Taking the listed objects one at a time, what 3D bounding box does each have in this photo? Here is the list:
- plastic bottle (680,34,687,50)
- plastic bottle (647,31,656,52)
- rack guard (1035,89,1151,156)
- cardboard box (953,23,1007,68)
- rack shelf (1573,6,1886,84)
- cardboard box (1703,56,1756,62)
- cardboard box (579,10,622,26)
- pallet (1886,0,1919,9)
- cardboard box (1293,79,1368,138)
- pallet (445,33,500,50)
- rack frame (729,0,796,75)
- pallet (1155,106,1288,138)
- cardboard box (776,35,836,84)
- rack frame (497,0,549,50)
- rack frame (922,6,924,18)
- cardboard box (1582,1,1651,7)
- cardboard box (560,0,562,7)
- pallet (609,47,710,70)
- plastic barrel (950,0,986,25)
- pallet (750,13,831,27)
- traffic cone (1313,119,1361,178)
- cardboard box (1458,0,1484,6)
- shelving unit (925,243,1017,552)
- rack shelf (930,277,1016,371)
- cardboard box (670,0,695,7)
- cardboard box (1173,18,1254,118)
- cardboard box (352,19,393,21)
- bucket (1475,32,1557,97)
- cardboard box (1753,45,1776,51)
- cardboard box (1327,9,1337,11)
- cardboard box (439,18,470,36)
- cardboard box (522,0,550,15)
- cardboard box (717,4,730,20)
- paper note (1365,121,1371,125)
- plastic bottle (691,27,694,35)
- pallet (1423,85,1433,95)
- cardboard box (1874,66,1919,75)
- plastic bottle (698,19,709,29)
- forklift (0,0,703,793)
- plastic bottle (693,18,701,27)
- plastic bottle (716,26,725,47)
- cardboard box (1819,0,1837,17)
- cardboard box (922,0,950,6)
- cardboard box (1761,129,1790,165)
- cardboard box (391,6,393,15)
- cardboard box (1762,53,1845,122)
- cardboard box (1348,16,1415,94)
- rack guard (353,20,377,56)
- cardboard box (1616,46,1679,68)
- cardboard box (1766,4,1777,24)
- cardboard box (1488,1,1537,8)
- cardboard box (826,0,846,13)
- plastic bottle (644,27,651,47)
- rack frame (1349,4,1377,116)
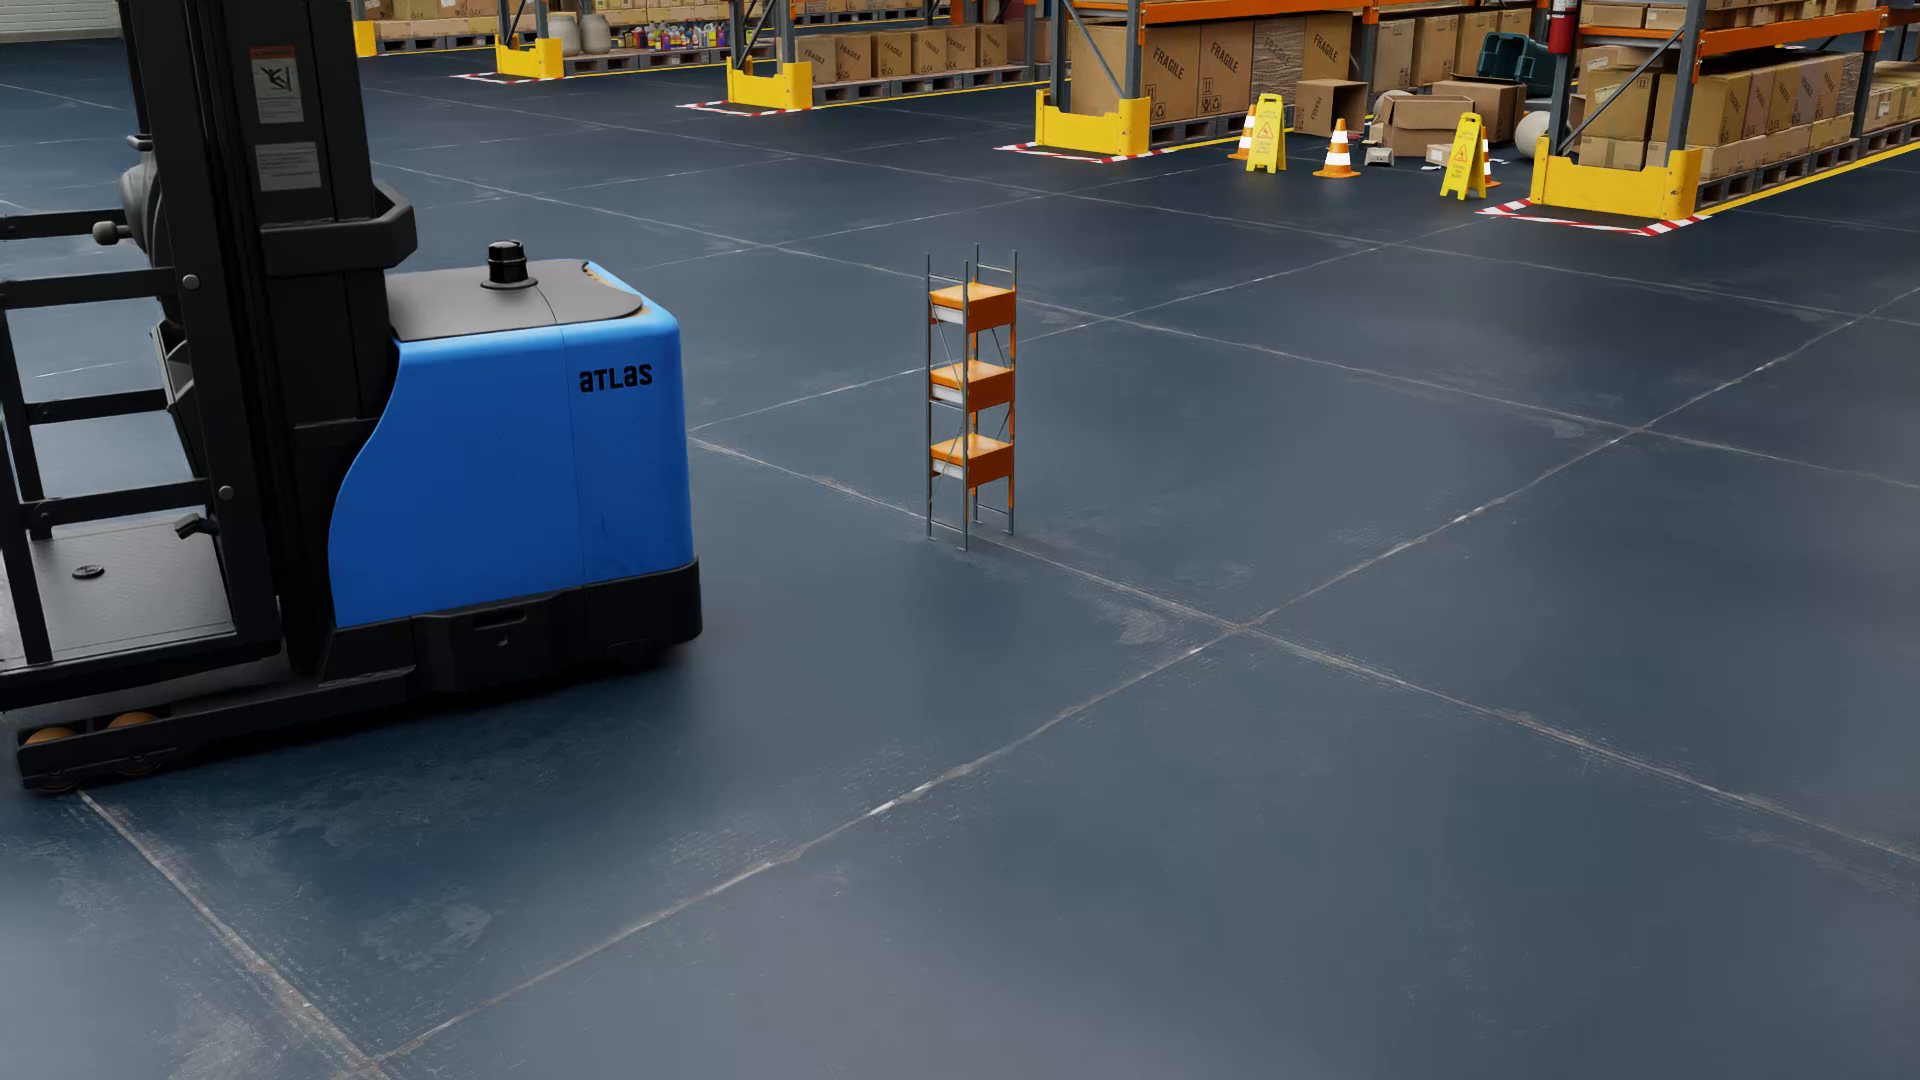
[{"bbox_3d":[-3.913,-7.038,23.492,0.097,0.201,0.097,0,21,0],"label":"plastic bottle"},{"bbox_3d":[-4.291,-6.931,23.117,0.097,0.271,0.097,0,21,0],"label":"plastic bottle"},{"bbox_3d":[1.236,-3.932,15.607,1.175,0.500,0.348,19,28,41],"label":"rack guard"},{"bbox_3d":[0.252,-6.337,21.278,0.500,0.500,0.500,18,28,39],"label":"cardboard box"},{"bbox_3d":[6.265,-4.070,13.485,1.077,0.370,4.000,19,28,41],"label":"rack shelf"},{"bbox_3d":[6.327,-3.825,14.047,0.500,0.500,0.500,-18,28,-39],"label":"cardboard box"},{"bbox_3d":[-6.076,-8.835,28.126,0.500,0.250,0.500,18,28,39],"label":"cardboard box"},{"bbox_3d":[8.298,-4.990,15.144,1.003,0.211,1.213,19,28,41],"label":"pallet"},{"bbox_3d":[3.696,-4.311,16.591,0.500,0.500,0.500,-14,25,-33],"label":"cardboard box"},{"bbox_3d":[-7.971,-8.070,26.776,1.003,0.211,1.213,19,28,41],"label":"pallet"},{"bbox_3d":[-2.230,-6.372,18.472,1.000,3.000,0.127,19,28,41],"label":"rack frame"},{"bbox_3d":[2.606,-4.340,17.072,1.003,0.211,1.213,19,28,41],"label":"pallet"},{"bbox_3d":[-1.783,-5.557,19.251,0.500,0.500,0.500,-14,25,-32],"label":"cardboard box"},{"bbox_3d":[-5.779,-7.612,21.697,1.000,3.000,0.127,19,28,41],"label":"rack frame"},{"bbox_3d":[-0.954,-11.937,32.950,1.000,3.000,0.127,19,28,41],"label":"rack frame"},{"bbox_3d":[5.051,-4.286,12.490,0.500,0.500,0.500,19,28,40],"label":"cardboard box"},{"bbox_3d":[-8.204,-10.885,33.083,0.700,0.500,0.500,19,28,41],"label":"cardboard box"},{"bbox_3d":[-4.338,-6.861,23.630,1.003,0.211,1.213,19,28,41],"label":"pallet"},{"bbox_3d":[0.131,-8.981,27.699,0.600,0.830,0.708,19,28,41],"label":"plastic barrel"},{"bbox_3d":[-3.197,-9.789,31.250,1.003,0.211,1.213,19,28,41],"label":"pallet"},{"bbox_3d":[3.213,-3.331,14.097,0.336,0.463,0.334,19,28,41],"label":"traffic cone"},{"bbox_3d":[8.542,-9.504,28.998,0.875,0.875,0.875,19,28,41],"label":"cardboard box"},{"bbox_3d":[0.037,-0.504,5.922,0.215,1.050,0.252,19,28,41],"label":"shelving unit"},{"bbox_3d":[0.037,-0.759,5.824,0.215,0.259,0.240,19,28,41],"label":"rack shelf"},{"bbox_3d":[-4.997,-9.494,29.060,0.500,0.311,0.500,-19,28,-41],"label":"cardboard box"},{"bbox_3d":[2.291,-4.726,16.566,0.875,0.875,0.875,19,28,40],"label":"cardboard box"},{"bbox_3d":[-9.163,-7.977,25.894,0.500,0.250,0.500,19,28,41],"label":"cardboard box"},{"bbox_3d":[5.600,-4.702,16.572,0.620,0.611,0.726,1,19,-28],"label":"bucket"},{"bbox_3d":[6.925,-4.384,14.597,0.250,0.149,0.380,-20,28,-41],"label":"cardboard box"},{"bbox_3d":[5.086,-8.261,25.764,1.225,0.875,0.875,18,27,39],"label":"cardboard box"},{"bbox_3d":[-8.097,-8.105,26.227,0.500,0.250,0.500,19,28,41],"label":"cardboard box"},{"bbox_3d":[-7.059,-8.844,27.104,0.500,0.500,0.500,19,28,41],"label":"cardboard box"},{"bbox_3d":[-4.294,-9.492,29.835,0.500,0.250,0.500,19,28,40],"label":"cardboard box"},{"bbox_3d":[4.223,-4.348,17.343,0.147,0.020,0.142,2,21,4],"label":"paper note"},{"bbox_3d":[-3.784,-7.193,23.780,0.061,0.283,0.133,19,28,41],"label":"plastic bottle"},{"bbox_3d":[5.379,-5.363,19.735,1.003,0.211,1.213,19,28,41],"label":"pallet"},{"bbox_3d":[9.540,-4.583,16.895,0.950,0.372,0.625,19,28,40],"label":"cardboard box"},{"bbox_3d":[-3.746,-7.469,24.405,0.144,0.351,0.185,19,28,41],"label":"plastic bottle"},{"bbox_3d":[-2.348,-0.923,4.390,3.031,2.935,1.130,-10,23,-25],"label":"forklift"},{"bbox_3d":[-3.849,-7.505,24.499,0.185,0.351,0.144,-19,28,-41],"label":"plastic bottle"},{"bbox_3d":[-3.449,-7.238,23.897,0.133,0.283,0.061,-18,27,-39],"label":"plastic bottle"},{"bbox_3d":[6.948,-4.382,13.644,0.380,0.149,0.250,19,28,40],"label":"cardboard box"},{"bbox_3d":[-0.506,-10.941,33.493,0.500,0.311,0.500,19,28,41],"label":"cardboard box"},{"bbox_3d":[6.364,-3.215,13.506,0.500,0.250,0.500,-18,27,-39],"label":"cardboard box"},{"bbox_3d":[-10.782,-9.881,30.472,0.500,0.500,0.500,17,27,37],"label":"cardboard box"},{"bbox_3d":[7.086,-3.832,14.065,0.500,0.500,0.500,-20,28,-41],"label":"cardboard box"},{"bbox_3d":[4.412,-5.461,18.651,1.050,0.750,0.750,19,28,40],"label":"cardboard box"},{"bbox_3d":[-9.342,-7.679,25.357,1.175,0.500,0.348,19,28,41],"label":"rack guard"},{"bbox_3d":[5.450,-3.839,13.180,0.250,0.149,0.380,-19,28,-40],"label":"cardboard box"},{"bbox_3d":[6.031,-4.055,12.793,0.250,0.149,0.380,-19,28,-41],"label":"cardboard box"},{"bbox_3d":[7.123,-6.782,21.391,0.500,0.250,0.500,18,28,39],"label":"cardboard box"},{"bbox_3d":[-2.508,-10.256,31.449,0.500,0.500,0.500,19,28,40],"label":"cardboard box"},{"bbox_3d":[-4.520,-7.221,23.864,0.152,0.276,0.135,18,28,39],"label":"plastic bottle"},{"bbox_3d":[4.043,-6.133,17.849,1.000,3.000,0.127,19,28,41],"label":"rack frame"}]
